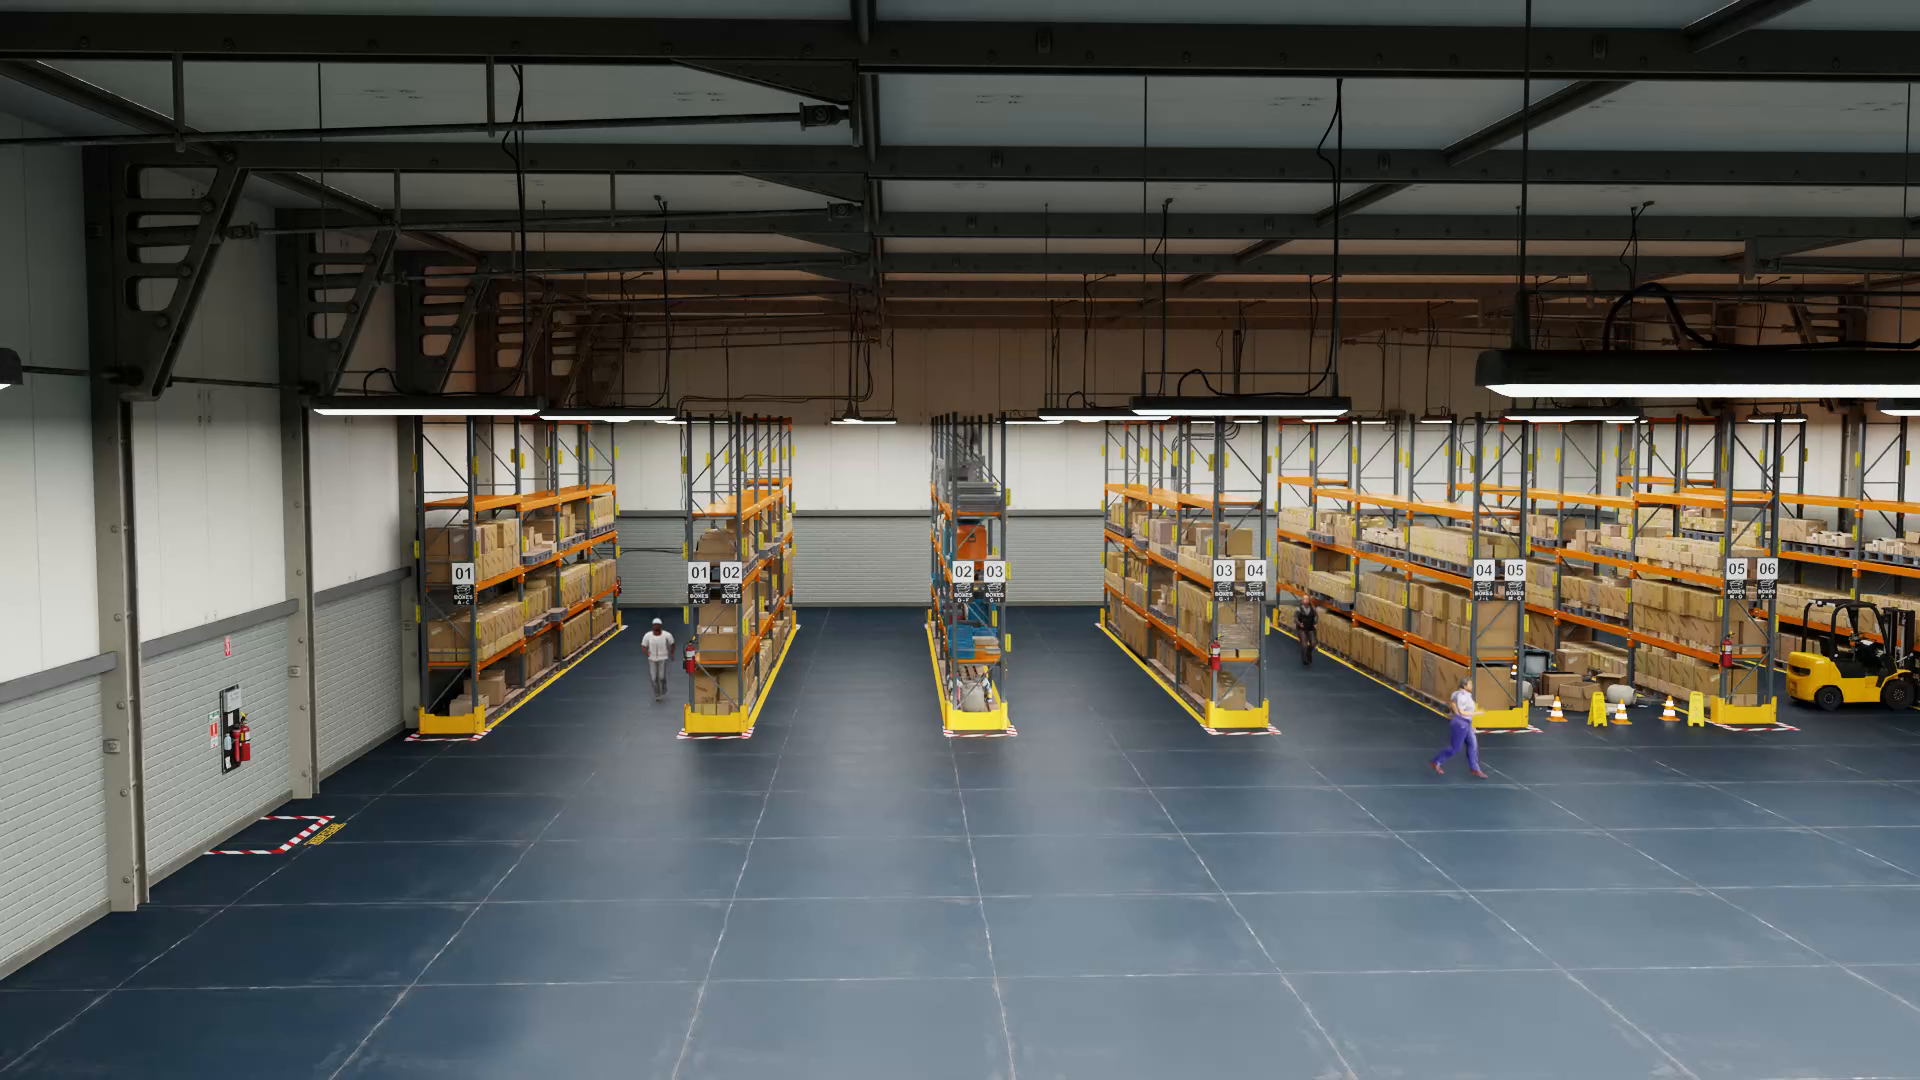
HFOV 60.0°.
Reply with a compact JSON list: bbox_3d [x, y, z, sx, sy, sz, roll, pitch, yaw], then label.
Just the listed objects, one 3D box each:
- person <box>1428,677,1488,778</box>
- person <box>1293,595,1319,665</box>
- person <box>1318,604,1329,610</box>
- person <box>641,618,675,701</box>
[{"bbox_3d":[8.140,3.049,27.123,0.925,1.654,0.577,2,4,23],"label":"person"},{"bbox_3d":[8.302,2.166,39.807,0.635,1.676,0.564,0,4,0],"label":"person"},{"bbox_3d":[10.674,1.631,48.512,0.657,1.623,0.602,-3,5,-40],"label":"person"},{"bbox_3d":[-6.321,2.498,34.778,0.700,1.723,0.582,0,4,-5],"label":"person"}]
